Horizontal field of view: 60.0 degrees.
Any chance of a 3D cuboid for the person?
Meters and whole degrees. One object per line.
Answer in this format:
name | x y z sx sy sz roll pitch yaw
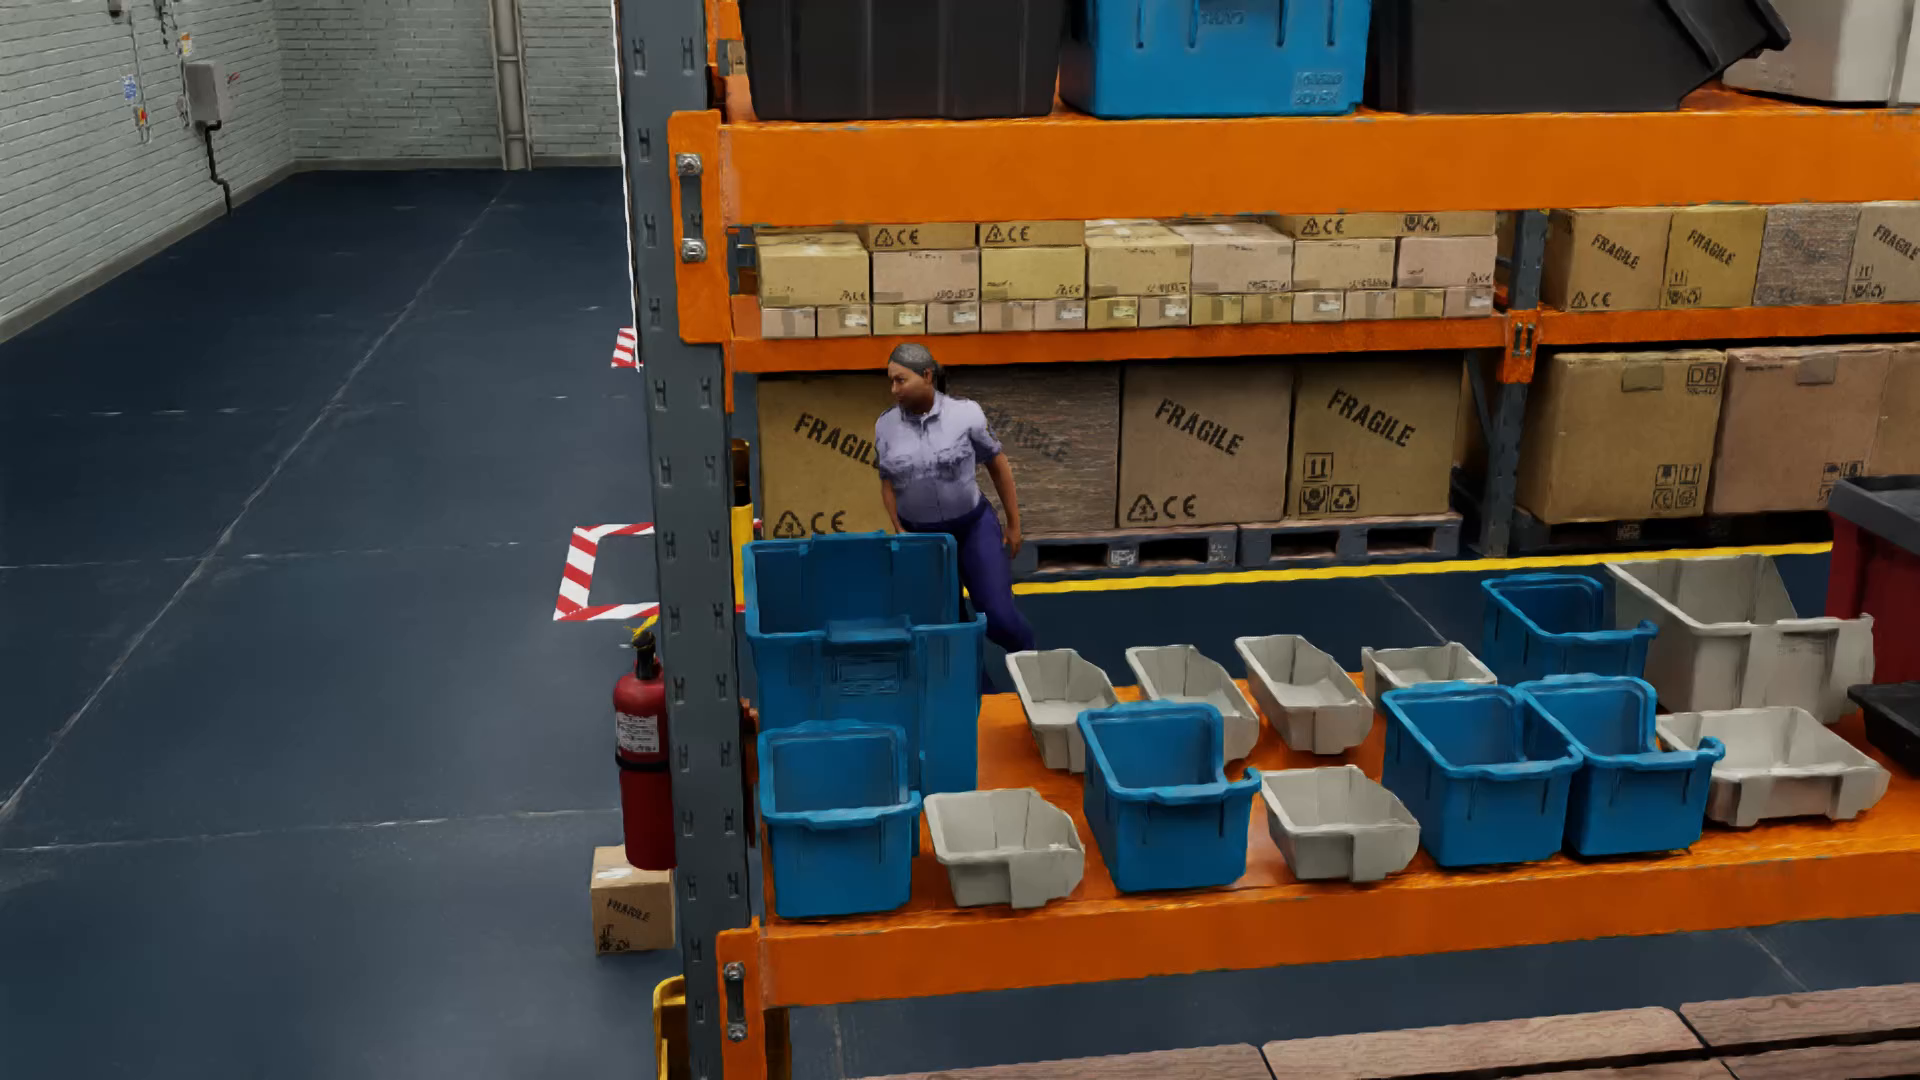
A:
person | 0.005 0.003 6.616 0.690 1.611 0.495 2 20 7
